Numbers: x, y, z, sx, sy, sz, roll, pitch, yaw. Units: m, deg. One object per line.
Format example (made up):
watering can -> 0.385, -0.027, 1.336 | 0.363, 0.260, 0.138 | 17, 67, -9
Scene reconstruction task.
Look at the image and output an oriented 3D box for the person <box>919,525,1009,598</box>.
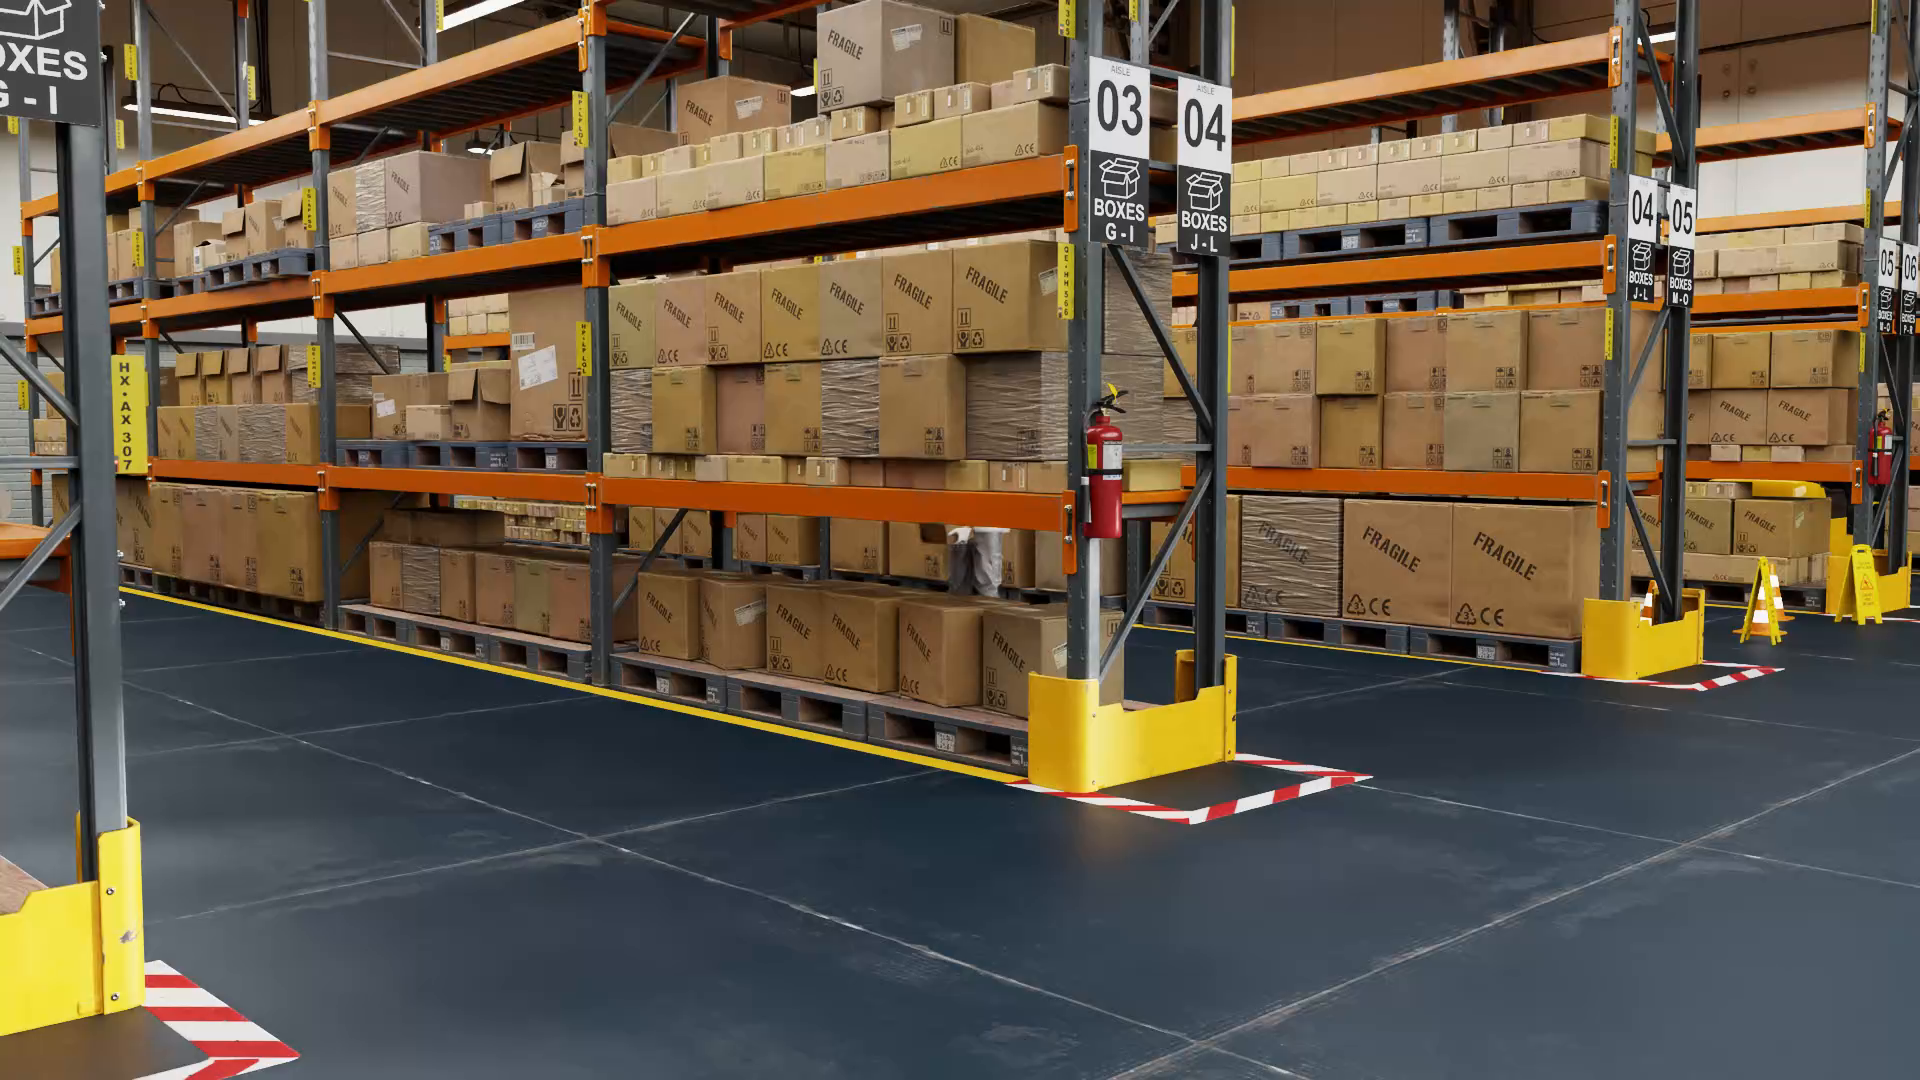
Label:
person -> 0.047, -0.028, 11.003 | 0.576, 1.780, 0.488 | -4, 5, -43
